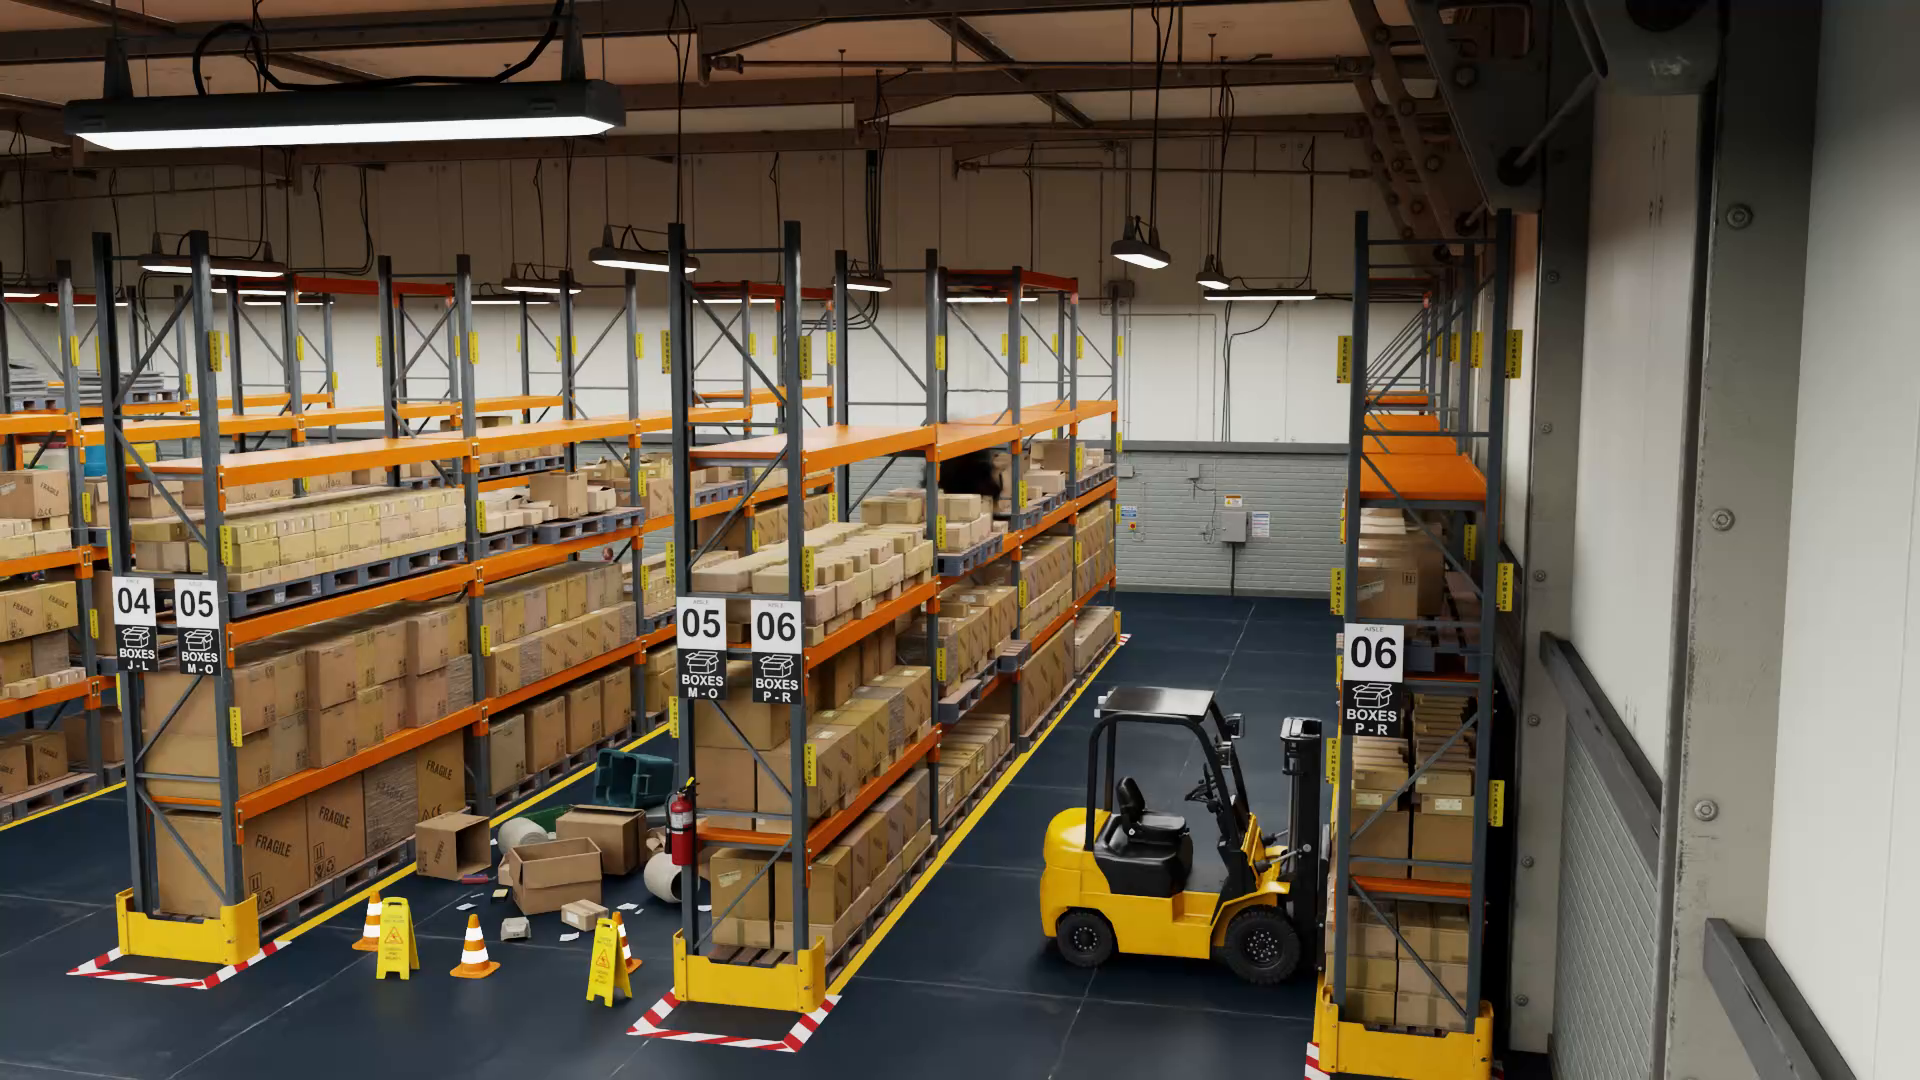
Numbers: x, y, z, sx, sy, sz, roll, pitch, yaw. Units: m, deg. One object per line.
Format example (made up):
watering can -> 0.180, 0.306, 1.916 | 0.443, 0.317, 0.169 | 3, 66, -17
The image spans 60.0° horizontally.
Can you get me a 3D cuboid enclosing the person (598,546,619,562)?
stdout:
person -> -6.103, 0.925, 28.899 | 0.553, 1.474, 0.542 | 1, 7, 5
